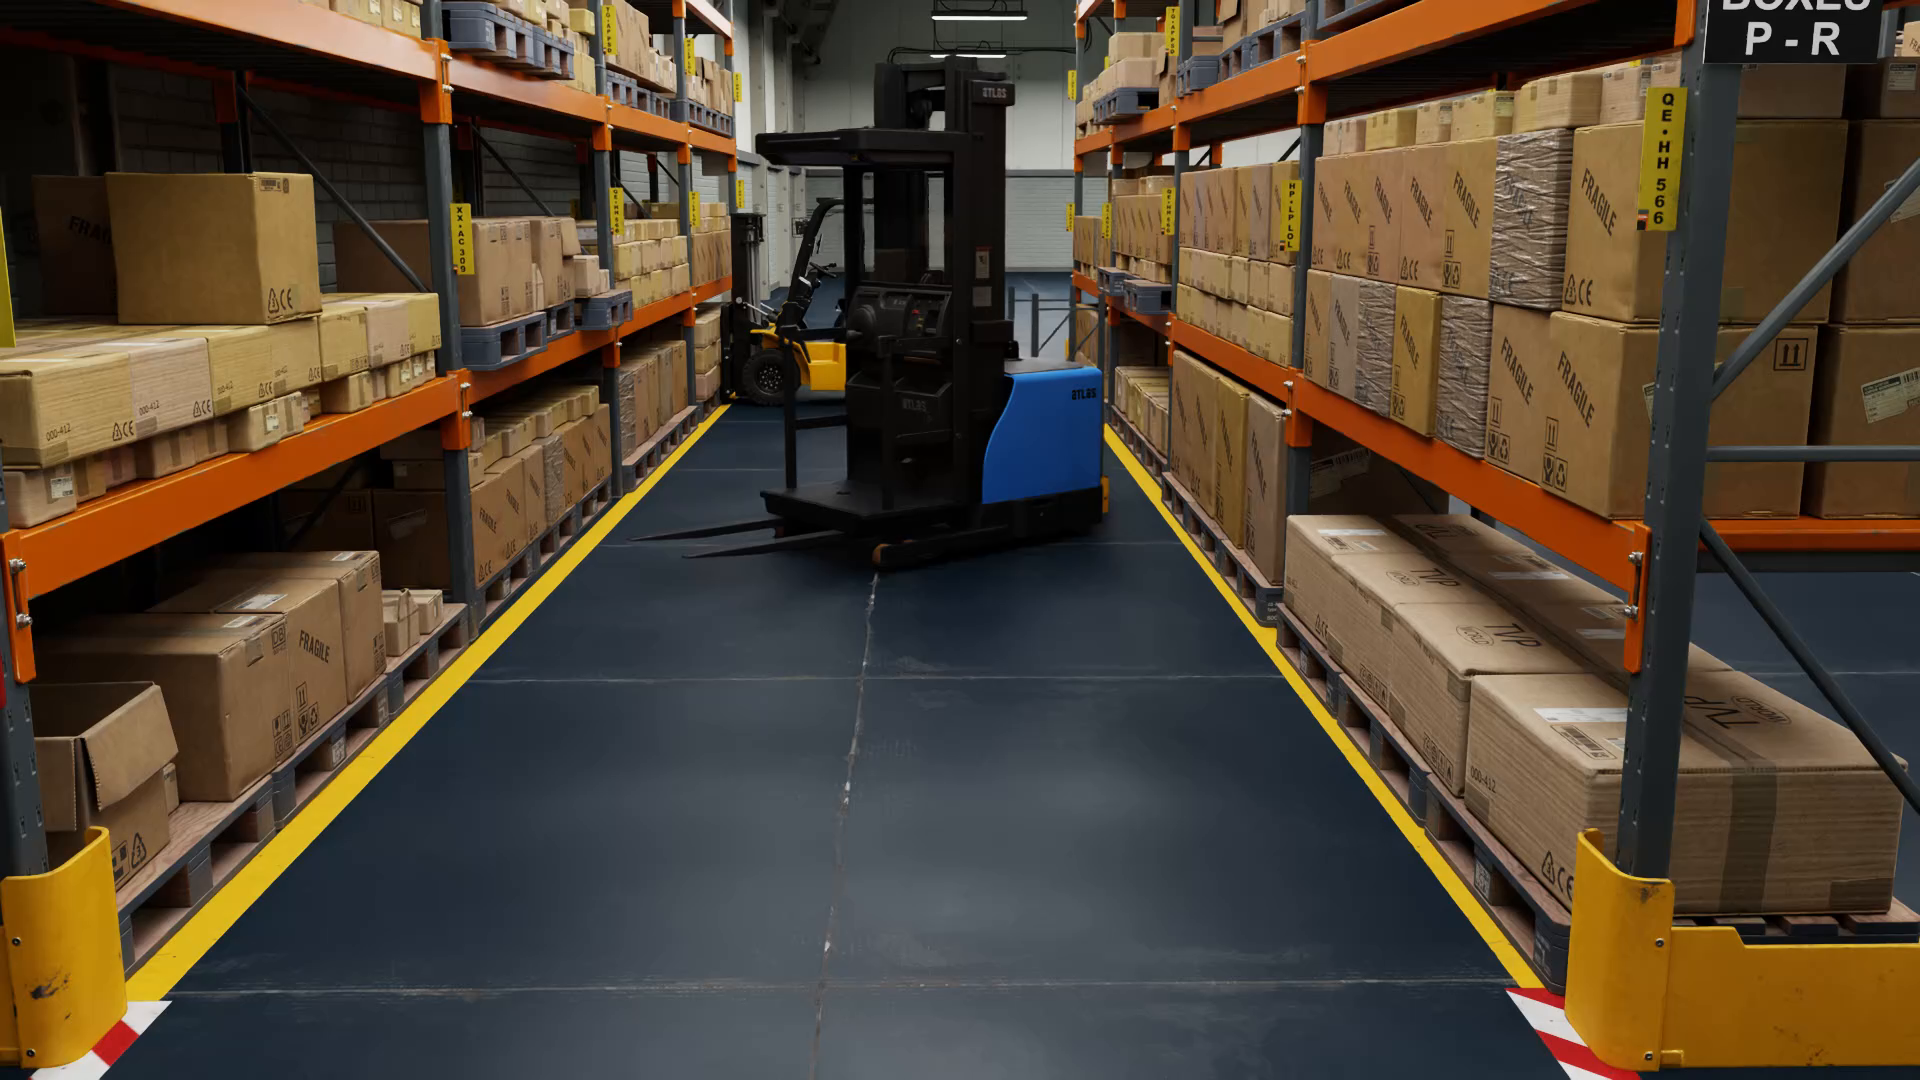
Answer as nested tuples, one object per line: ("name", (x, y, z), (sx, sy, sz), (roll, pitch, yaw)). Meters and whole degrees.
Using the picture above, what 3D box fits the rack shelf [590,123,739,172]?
("rack shelf", (-3.073, -4.080, 17.391), (1.077, 0.370, 4.000), (0, 11, -1))

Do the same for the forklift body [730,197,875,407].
("forklift body", (-1.252, -2.575, 17.841), (2.313, 2.155, 1.214), (0, 11, -1))

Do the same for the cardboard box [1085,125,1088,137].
("cardboard box", (1.596, -4.556, 18.561), (0.380, 0.149, 0.250), (0, 11, 0))

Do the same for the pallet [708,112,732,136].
("pallet", (-3.126, -4.646, 18.595), (1.003, 0.211, 1.213), (0, 11, -1))

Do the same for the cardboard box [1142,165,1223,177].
("cardboard box", (2.138, -3.359, 16.059), (0.700, 0.500, 0.500), (0, 11, -2))

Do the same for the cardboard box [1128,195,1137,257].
("cardboard box", (1.682, -2.592, 13.737), (0.500, 0.500, 0.500), (-1, 11, -3))

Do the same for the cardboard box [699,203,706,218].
("cardboard box", (-2.755, -3.296, 16.631), (0.380, 0.149, 0.250), (0, 11, 0))

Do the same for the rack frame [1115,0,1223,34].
("rack frame", (1.931, -5.526, 15.166), (1.000, 3.000, 0.127), (0, 11, -1))

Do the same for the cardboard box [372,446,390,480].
("cardboard box", (-3.173, -0.398, 8.575), (0.380, 0.149, 0.250), (0, 11, -1))

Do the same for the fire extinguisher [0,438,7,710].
("fire extinguisher", (-2.319, 0.068, 3.810), (0.296, 0.674, 0.183), (0, 11, -1))

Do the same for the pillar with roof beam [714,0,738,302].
("pillar with roof beam", (0.055, -8.561, 30.126), (9.100, 9.000, 0.400), (0, 11, -1))

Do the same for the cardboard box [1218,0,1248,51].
("cardboard box", (2.172, -3.443, 11.127), (0.797, 0.503, 0.637), (-1, 12, -5))

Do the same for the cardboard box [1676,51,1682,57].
("cardboard box", (7.203, -4.744, 16.171), (0.380, 0.149, 0.250), (0, 11, -2))

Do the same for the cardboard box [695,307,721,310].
("cardboard box", (-2.757, -2.416, 18.271), (0.500, 0.250, 0.500), (0, 11, 0))

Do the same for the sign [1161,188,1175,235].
("sign", (1.471, -2.316, 11.716), (0.100, 0.325, 0.005), (0, 11, -1))

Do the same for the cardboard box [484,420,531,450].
("cardboard box", (-2.698, -0.605, 9.597), (0.380, 0.149, 0.250), (0, 11, 1))

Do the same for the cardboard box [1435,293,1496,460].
("cardboard box", (1.888, -0.547, 5.458), (0.500, 0.500, 0.500), (0, 11, 0))

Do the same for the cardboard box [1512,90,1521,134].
("cardboard box", (1.953, -1.332, 5.183), (0.380, 0.149, 0.250), (0, 11, -2))

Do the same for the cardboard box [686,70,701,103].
("cardboard box", (-2.806, -4.413, 16.137), (0.500, 0.311, 0.500), (0, 11, 0))

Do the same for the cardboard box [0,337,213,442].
("cardboard box", (-2.535, -0.443, 4.830), (0.500, 0.250, 0.500), (0, 11, -1))

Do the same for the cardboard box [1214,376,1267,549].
("cardboard box", (1.977, -0.463, 9.584), (0.875, 0.875, 0.875), (0, 11, 0))

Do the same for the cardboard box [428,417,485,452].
("cardboard box", (-2.661, -0.543, 8.543), (0.380, 0.149, 0.250), (-1, 11, -4))

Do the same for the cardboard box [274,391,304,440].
("cardboard box", (-2.519, -0.432, 5.774), (0.380, 0.149, 0.250), (0, 11, 0))

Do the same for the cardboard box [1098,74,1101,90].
("cardboard box", (1.571, -4.541, 16.478), (0.380, 0.149, 0.250), (0, 11, 1))

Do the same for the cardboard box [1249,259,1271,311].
("cardboard box", (1.826, -1.353, 8.806), (0.500, 0.250, 0.500), (0, 11, 0))

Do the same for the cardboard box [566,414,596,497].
("cardboard box", (-2.726, -0.568, 11.045), (0.500, 0.500, 0.500), (0, 11, -2))

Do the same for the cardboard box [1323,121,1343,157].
("cardboard box", (1.843, -1.789, 7.435), (0.380, 0.149, 0.250), (0, 11, -2))

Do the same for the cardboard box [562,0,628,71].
("cardboard box", (-2.721, -3.689, 12.094), (0.500, 0.500, 0.500), (0, 11, -1))

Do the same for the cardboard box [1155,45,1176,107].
("cardboard box", (1.953, -3.615, 13.029), (0.797, 0.503, 0.637), (0, 11, -1))

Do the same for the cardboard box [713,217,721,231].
("cardboard box", (-2.776, -3.404, 17.913), (0.380, 0.149, 0.250), (0, 11, -1))

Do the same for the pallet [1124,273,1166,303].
("pallet", (1.931, -2.090, 13.801), (1.003, 0.211, 1.213), (0, 11, -1))

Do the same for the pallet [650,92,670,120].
("pallet", (-3.001, -3.766, 14.515), (0.805, 0.209, 1.217), (-1, 11, -3))

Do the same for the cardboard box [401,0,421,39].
("cardboard box", (-2.564, -2.252, 7.200), (0.380, 0.149, 0.250), (0, 11, -2))

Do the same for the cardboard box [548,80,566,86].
("cardboard box", (-2.674, -2.866, 9.975), (0.500, 0.250, 0.500), (0, 11, -1))

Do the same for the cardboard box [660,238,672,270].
("cardboard box", (-2.744, -2.436, 14.143), (0.500, 0.250, 0.500), (0, 11, 0))

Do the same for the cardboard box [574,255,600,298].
("cardboard box", (-2.604, -1.694, 10.685), (0.500, 0.250, 0.500), (-1, 11, -4))

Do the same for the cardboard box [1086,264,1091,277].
("cardboard box", (1.590, -2.985, 18.359), (0.380, 0.149, 0.250), (0, 11, 0))

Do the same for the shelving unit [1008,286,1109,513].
("shelving unit", (0.669, -1.021, 11.817), (0.587, 1.500, 1.083), (-2, 12, -7))

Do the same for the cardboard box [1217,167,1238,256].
("cardboard box", (1.801, -1.929, 9.758), (0.500, 0.500, 0.500), (0, 11, 0))

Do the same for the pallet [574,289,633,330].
("pallet", (-2.865, -1.541, 11.095), (1.213, 0.211, 1.003), (0, 11, -1))

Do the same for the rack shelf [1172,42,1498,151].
("rack shelf", (2.055, -2.511, 9.657), (1.077, 0.370, 4.000), (0, 11, -1))

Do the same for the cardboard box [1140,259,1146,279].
("cardboard box", (1.626, -2.146, 13.166), (0.380, 0.149, 0.250), (0, 11, 0))

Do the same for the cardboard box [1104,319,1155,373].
("cardboard box", (1.650, -1.928, 16.494), (0.500, 0.500, 0.500), (0, 11, -2))

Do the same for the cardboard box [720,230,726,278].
("cardboard box", (-2.830, -3.107, 18.080), (0.500, 0.500, 0.500), (0, 11, -2))

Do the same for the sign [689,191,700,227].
("sign", (-2.490, -3.098, 15.572), (0.100, 0.325, 0.005), (0, 11, -1))

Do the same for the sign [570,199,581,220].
("sign", (-3.587, -3.026, 15.552), (0.100, 0.325, 0.005), (0, 11, -1))

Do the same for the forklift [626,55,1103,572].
("forklift", (-0.531, -1.369, 9.934), (3.031, 2.935, 1.130), (-9, 15, -39))

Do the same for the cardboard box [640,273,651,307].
("cardboard box", (-2.737, -1.988, 13.191), (0.500, 0.250, 0.500), (-1, 11, -3))

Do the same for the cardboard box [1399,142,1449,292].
("cardboard box", (1.875, -1.137, 5.852), (0.500, 0.500, 0.500), (0, 11, -2))

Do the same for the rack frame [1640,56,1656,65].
("rack frame", (6.877, -5.567, 15.365), (1.000, 3.000, 0.127), (0, 11, -1))
